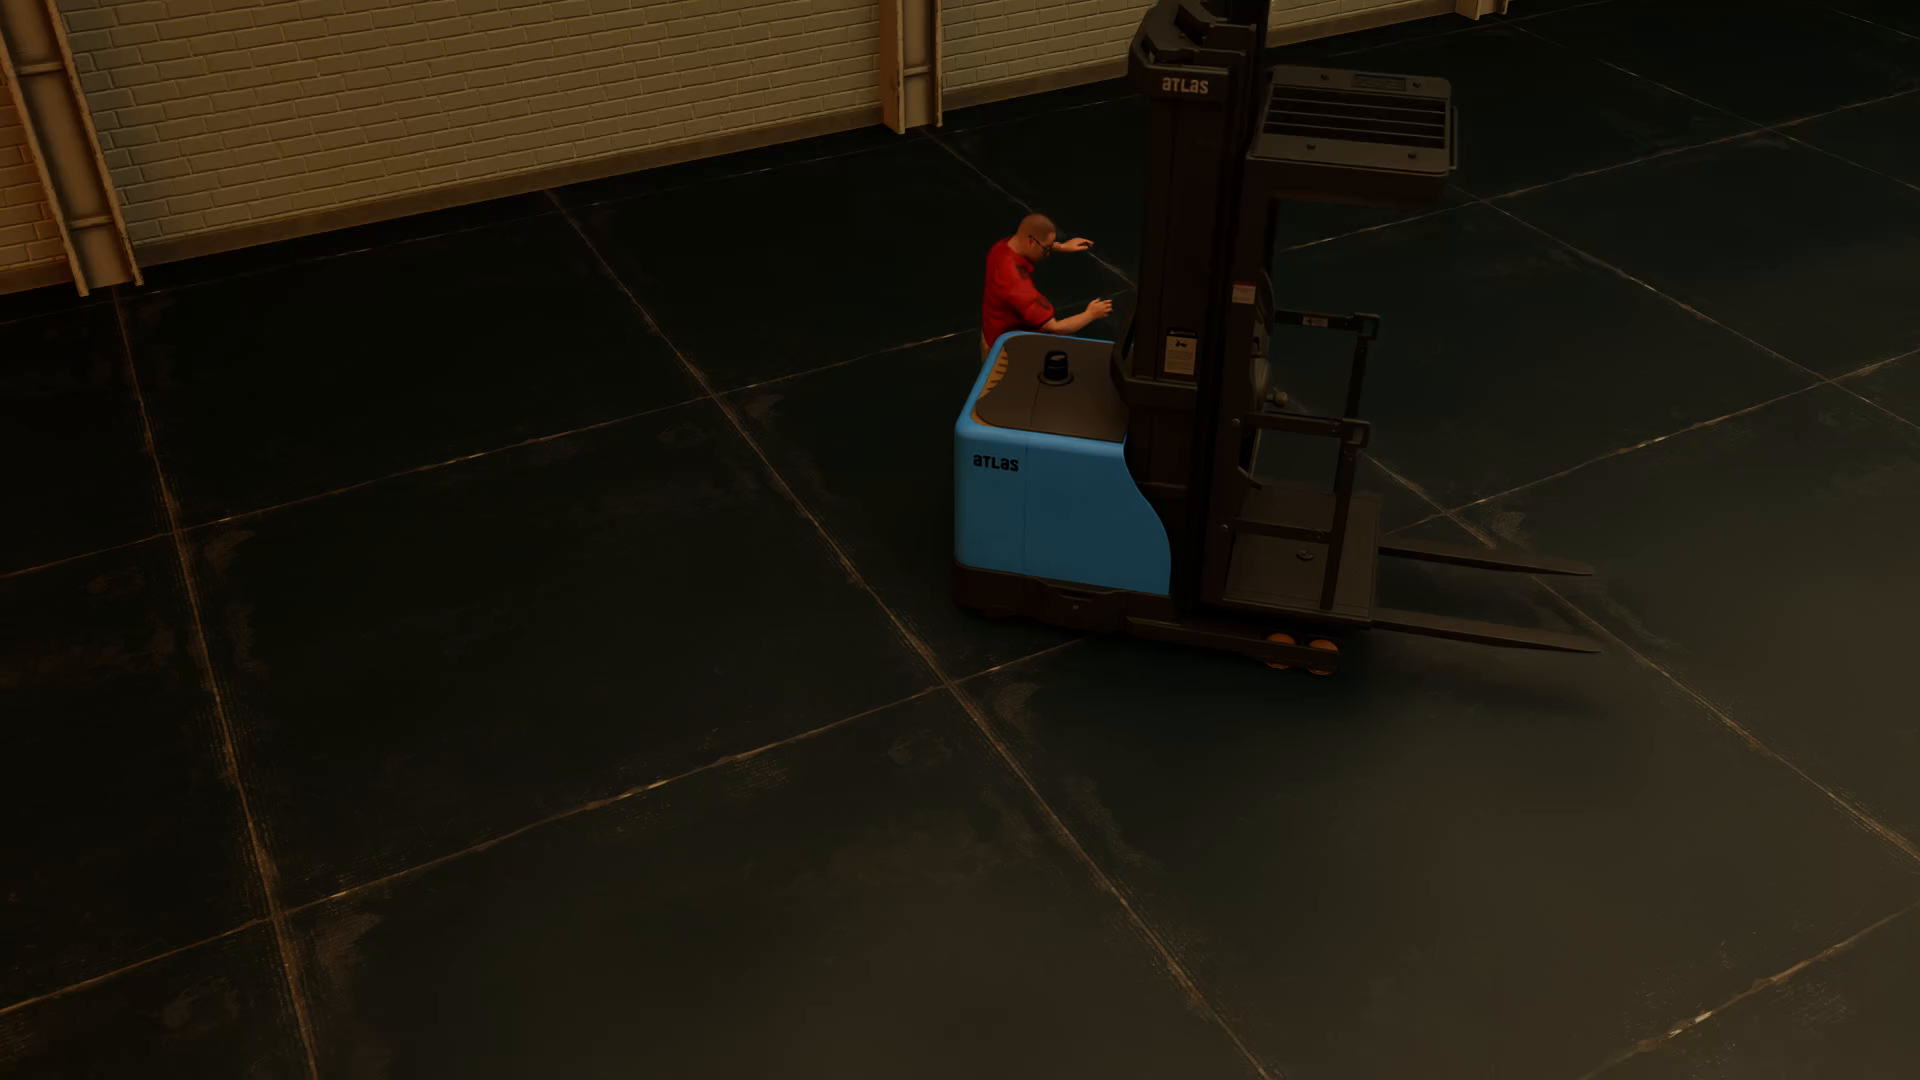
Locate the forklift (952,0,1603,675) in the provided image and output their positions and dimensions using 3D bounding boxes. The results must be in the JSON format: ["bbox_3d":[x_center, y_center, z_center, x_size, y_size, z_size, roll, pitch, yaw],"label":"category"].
[{"bbox_3d":[1.534,-0.905,7.403,3.031,2.935,1.130,8,36,11],"label":"forklift"}]

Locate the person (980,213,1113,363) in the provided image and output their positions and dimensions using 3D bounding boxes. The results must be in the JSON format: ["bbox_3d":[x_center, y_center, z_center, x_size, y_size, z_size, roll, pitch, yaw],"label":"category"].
[{"bbox_3d":[0.449,-1.037,8.872,0.673,1.532,1.167,-4,35,-6],"label":"person"}]
